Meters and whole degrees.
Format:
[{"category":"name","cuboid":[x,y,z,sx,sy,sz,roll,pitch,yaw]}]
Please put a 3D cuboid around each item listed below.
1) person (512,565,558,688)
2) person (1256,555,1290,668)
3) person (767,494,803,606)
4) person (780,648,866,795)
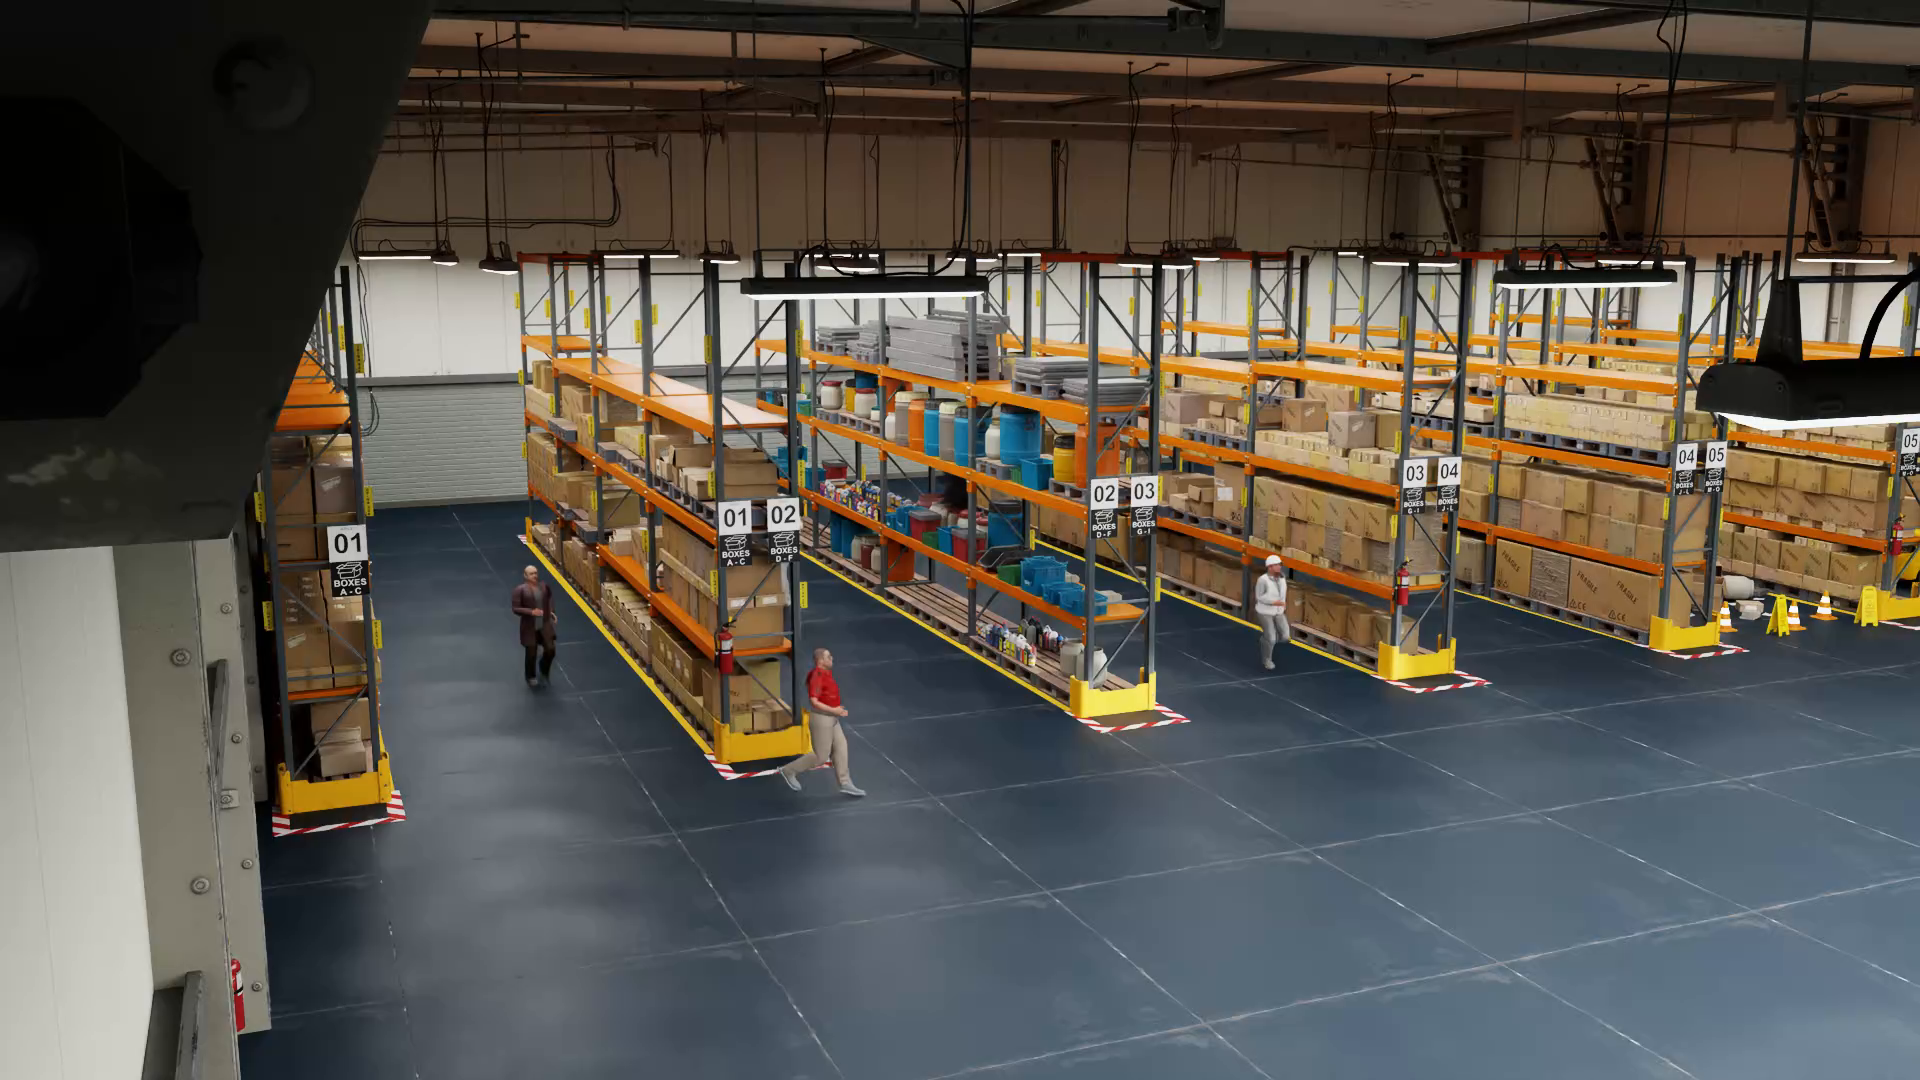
[{"category":"person","cuboid":[-5.957,1.273,23.410,0.680,1.680,0.734,-7,12,-33]},{"category":"person","cuboid":[4.638,1.060,24.490,0.691,1.720,0.630,-6,12,-30]},{"category":"person","cuboid":[-2.982,0.113,27.991,0.671,1.816,1.187,-5,12,-26]},{"category":"person","cuboid":[-1.560,2.076,18.958,0.982,1.721,0.695,1,10,4]}]
